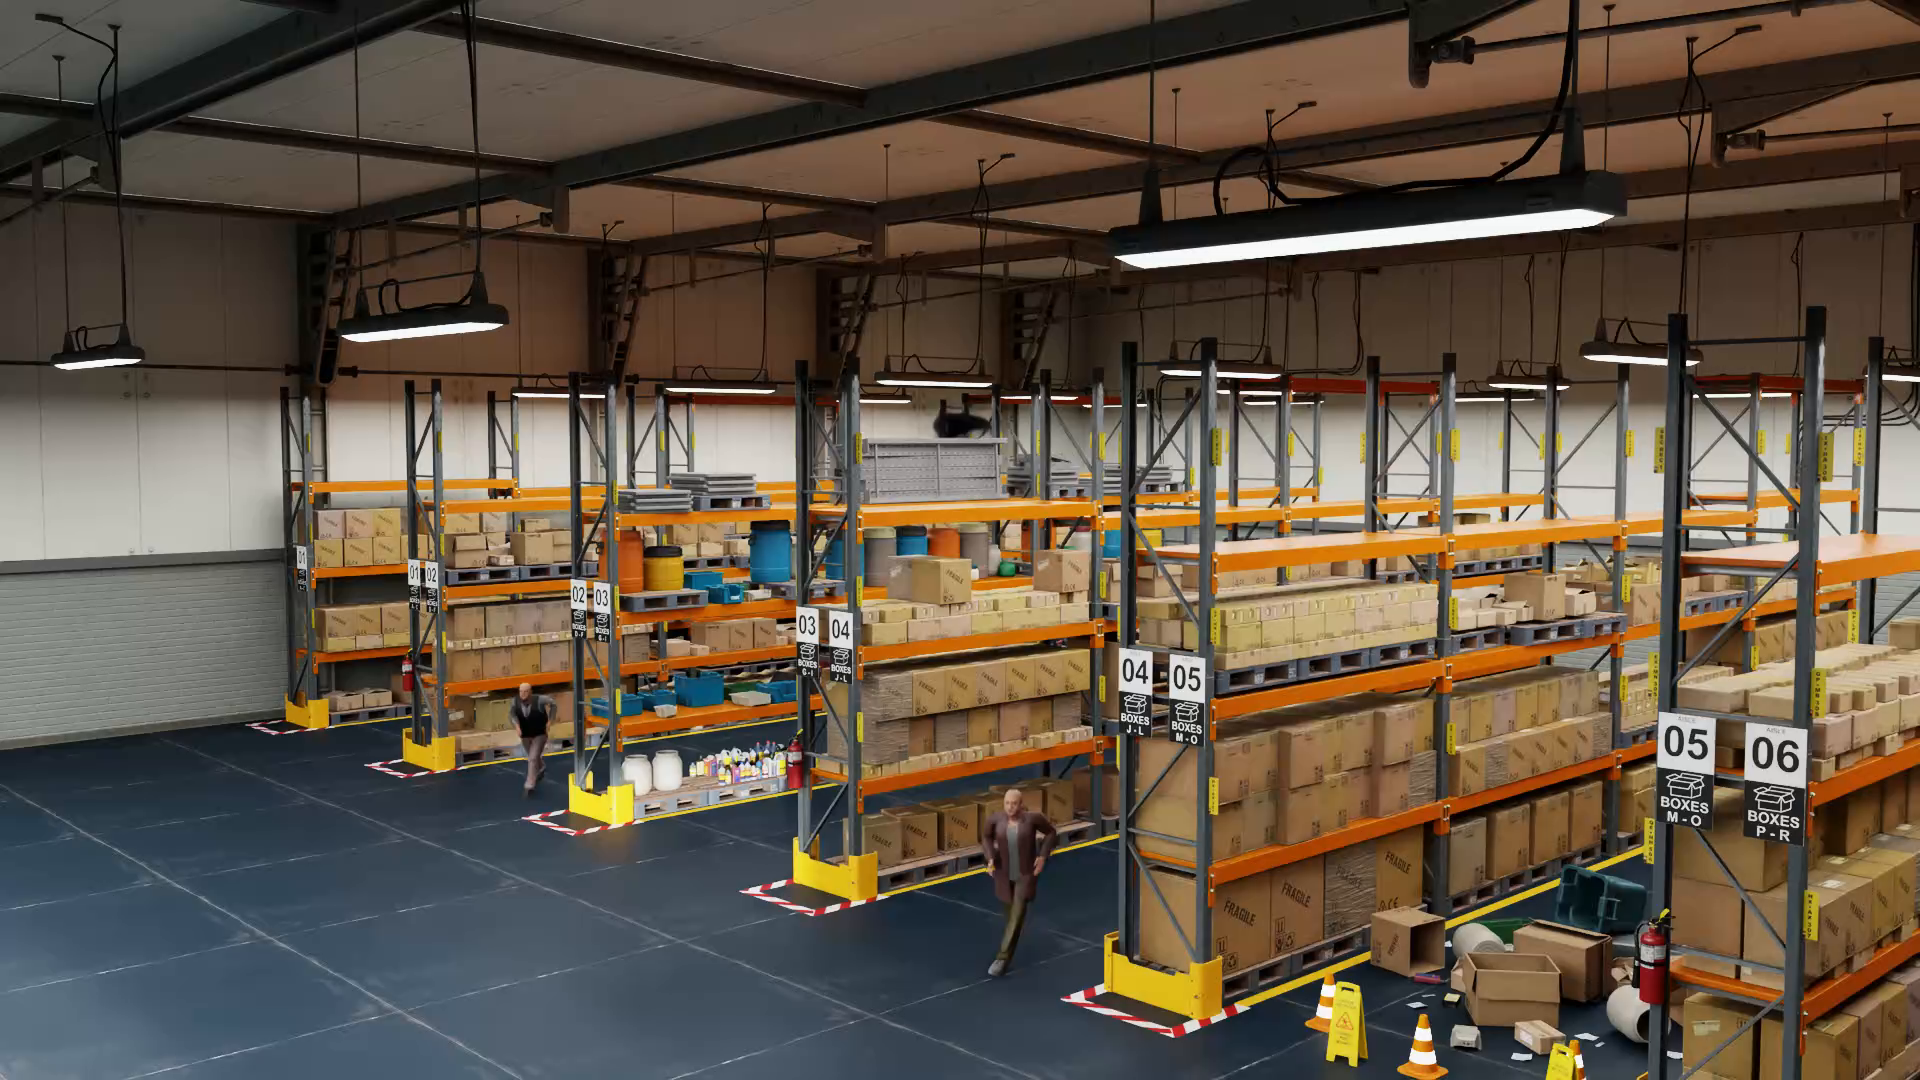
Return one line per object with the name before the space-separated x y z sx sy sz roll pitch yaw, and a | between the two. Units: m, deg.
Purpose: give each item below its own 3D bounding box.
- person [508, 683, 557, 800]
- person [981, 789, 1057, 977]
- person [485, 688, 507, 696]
person | -6.114 2.835 23.927 0.696 1.678 1.009 0 4 0
person | 0.567 3.249 16.179 0.739 1.731 1.128 1 4 12
person | -7.996 2.543 28.423 0.562 1.614 0.606 -3 5 -41
